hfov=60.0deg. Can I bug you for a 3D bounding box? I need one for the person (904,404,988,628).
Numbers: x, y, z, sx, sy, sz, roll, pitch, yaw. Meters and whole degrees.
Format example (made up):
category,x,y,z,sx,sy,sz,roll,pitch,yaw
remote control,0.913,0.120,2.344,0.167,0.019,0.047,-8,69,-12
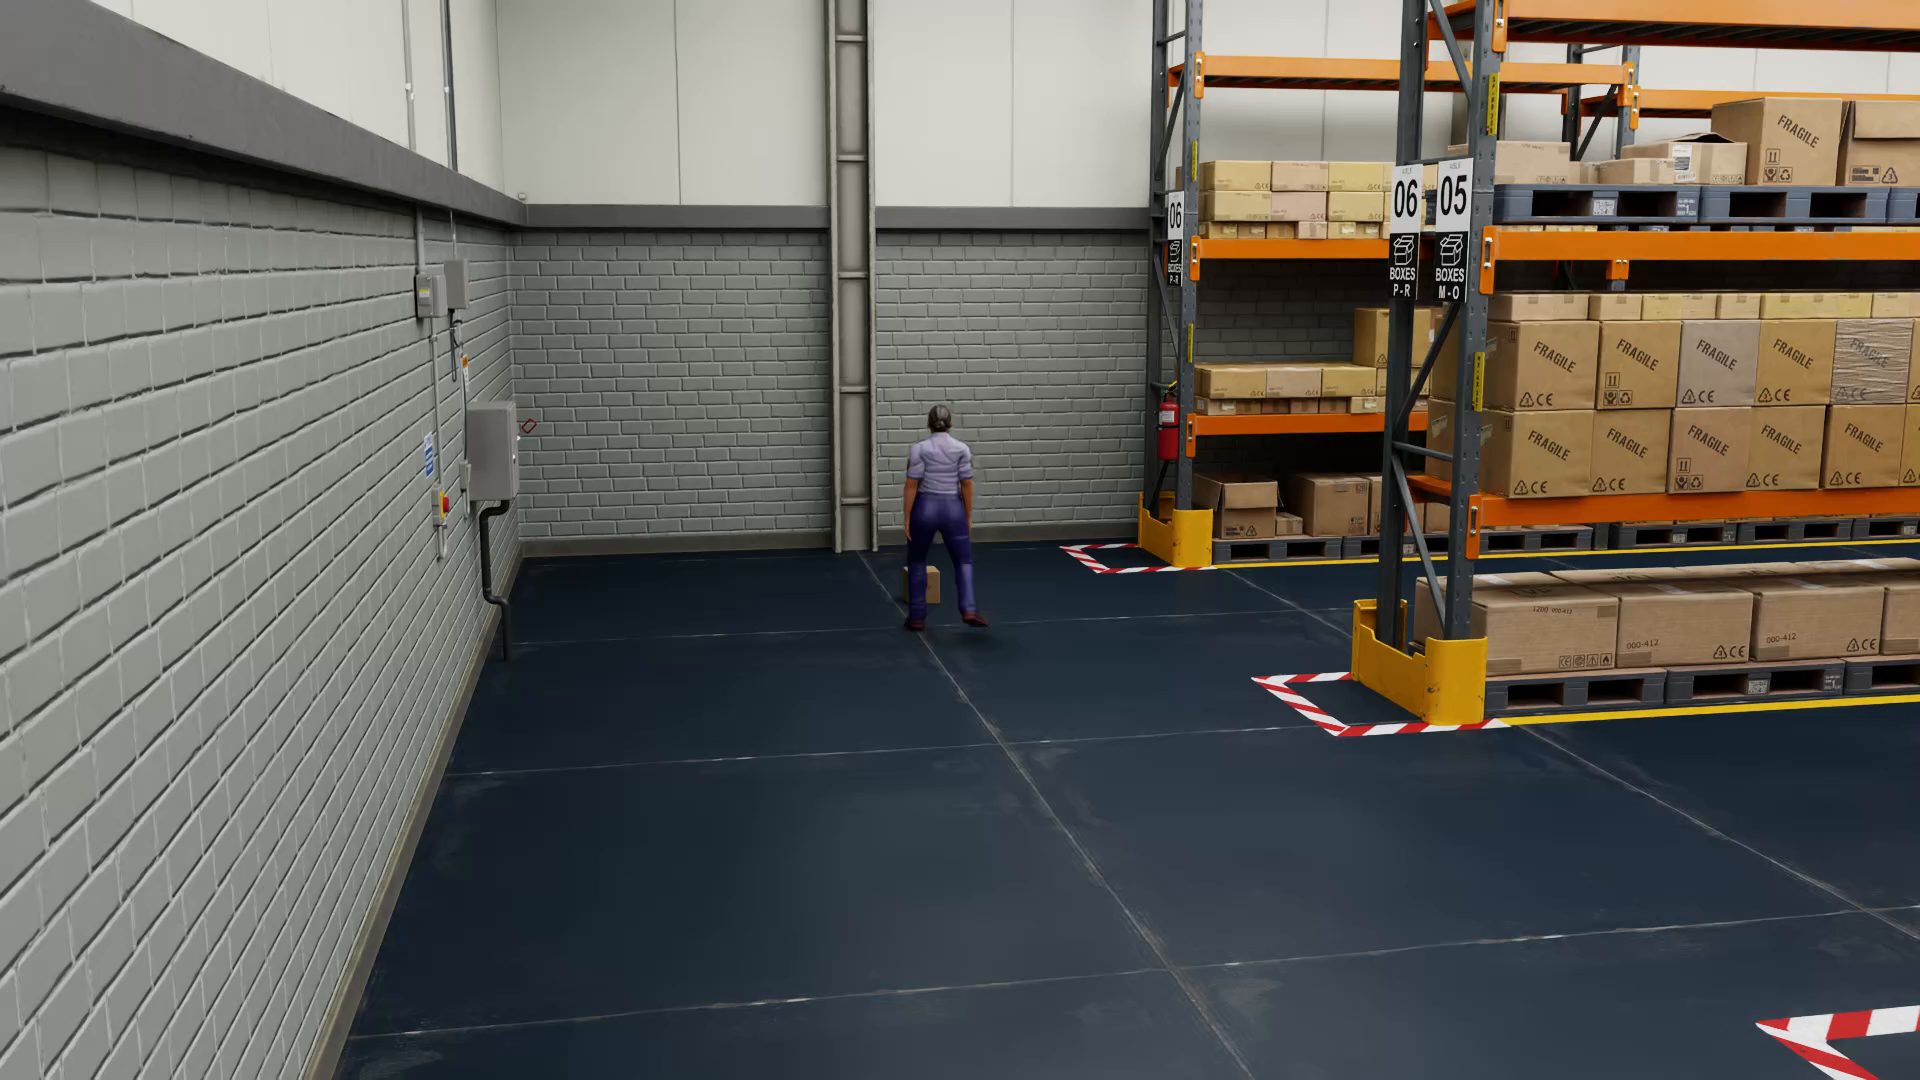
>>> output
category,x,y,z,sx,sy,sz,roll,pitch,yaw
person,-0.109,-0.148,11.825,0.577,1.622,0.698,-1,10,-7
